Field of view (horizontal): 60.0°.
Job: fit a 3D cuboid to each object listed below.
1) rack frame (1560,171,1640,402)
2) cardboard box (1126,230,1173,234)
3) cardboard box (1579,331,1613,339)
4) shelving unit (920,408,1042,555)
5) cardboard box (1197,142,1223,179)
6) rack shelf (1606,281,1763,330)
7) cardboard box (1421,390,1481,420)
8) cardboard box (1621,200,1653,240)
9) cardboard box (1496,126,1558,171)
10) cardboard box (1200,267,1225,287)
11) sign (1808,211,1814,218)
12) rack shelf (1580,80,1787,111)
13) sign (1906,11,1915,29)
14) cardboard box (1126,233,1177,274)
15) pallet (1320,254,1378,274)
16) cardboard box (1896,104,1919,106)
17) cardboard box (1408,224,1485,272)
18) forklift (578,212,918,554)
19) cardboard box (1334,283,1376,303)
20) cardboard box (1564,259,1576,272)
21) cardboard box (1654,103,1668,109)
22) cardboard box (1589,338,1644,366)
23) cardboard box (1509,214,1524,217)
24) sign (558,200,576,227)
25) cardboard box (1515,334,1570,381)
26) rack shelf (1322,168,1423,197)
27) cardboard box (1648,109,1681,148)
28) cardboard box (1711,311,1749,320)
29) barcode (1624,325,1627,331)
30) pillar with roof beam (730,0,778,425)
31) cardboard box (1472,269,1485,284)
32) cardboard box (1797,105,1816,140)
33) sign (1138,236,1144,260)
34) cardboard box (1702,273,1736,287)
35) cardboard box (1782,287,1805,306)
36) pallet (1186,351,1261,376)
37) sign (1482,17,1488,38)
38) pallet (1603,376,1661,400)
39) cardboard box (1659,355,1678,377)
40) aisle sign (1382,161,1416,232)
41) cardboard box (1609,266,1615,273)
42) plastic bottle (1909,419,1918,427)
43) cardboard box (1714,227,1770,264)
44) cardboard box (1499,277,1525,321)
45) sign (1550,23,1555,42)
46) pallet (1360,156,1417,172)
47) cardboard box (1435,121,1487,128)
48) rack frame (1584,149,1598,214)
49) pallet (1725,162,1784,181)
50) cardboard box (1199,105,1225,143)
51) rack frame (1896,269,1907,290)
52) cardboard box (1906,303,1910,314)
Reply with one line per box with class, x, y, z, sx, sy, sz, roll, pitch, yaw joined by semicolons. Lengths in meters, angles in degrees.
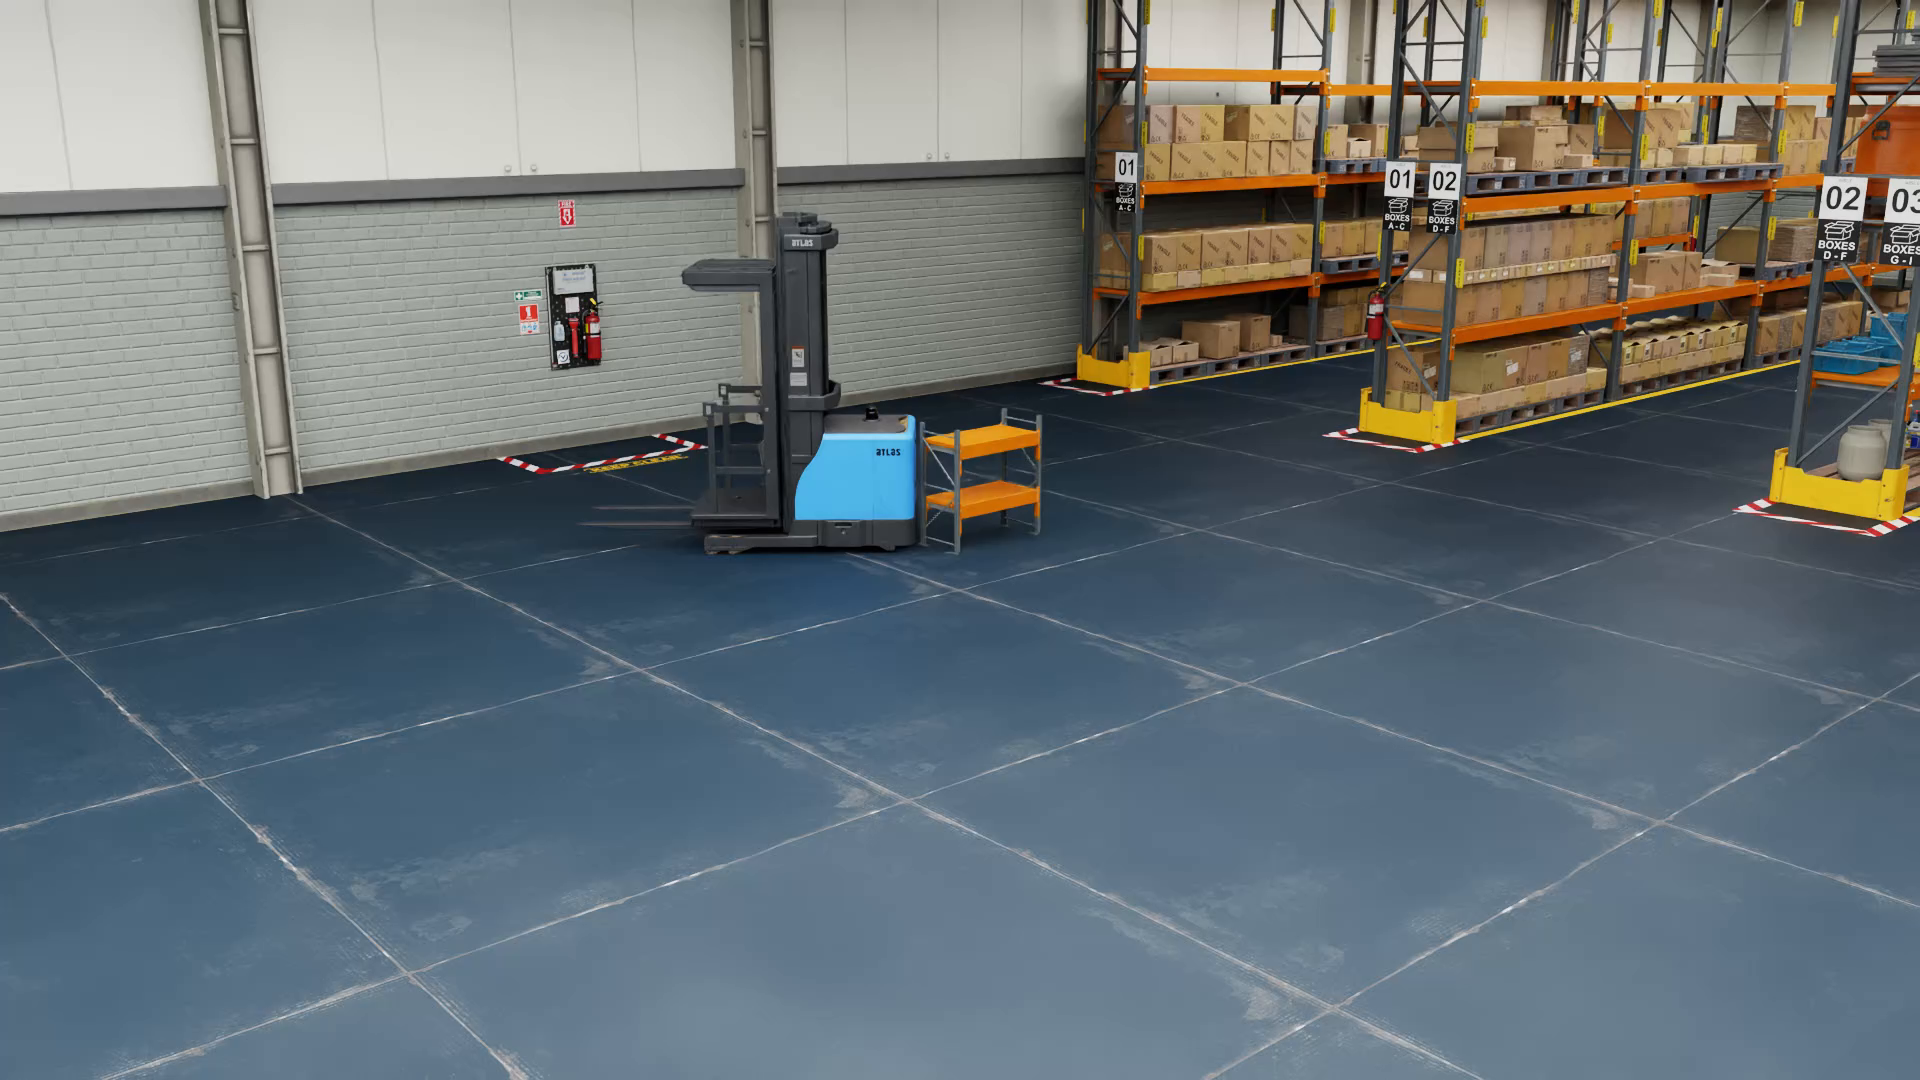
rack frame;8.383;-3.386;22.115;0.127;3.000;1.000;-13;19;-39
cardboard box;2.713;-4.177;23.872;0.500;0.500;0.500;-12;19;-39
cardboard box;8.888;-2.746;23.144;0.500;0.311;0.500;-12;19;-38
shelving unit;0.193;-0.550;15.128;1.048;1.125;0.538;-13;20;-41
cardboard box;3.345;-5.360;23.461;0.500;0.500;0.500;-12;19;-37
rack shelf;9.891;-3.378;23.477;4.000;0.370;1.077;-13;19;-39
cardboard box;5.916;-1.631;20.057;0.500;0.250;0.500;-13;19;-39
cardboard box;12.680;-6.187;32.018;0.700;0.700;0.980;-14;20;-42
cardboard box;6.797;-4.705;19.960;0.500;0.500;0.500;-13;19;-39
cardboard box;3.458;-3.806;23.940;0.500;0.250;0.500;-13;20;-40
sign;14.056;-5.264;27.468;0.005;0.325;0.100;-13;19;-39
rack shelf;9.891;-6.083;22.754;4.000;0.370;1.077;-13;19;-39
sign;14.786;-8.061;25.873;0.005;0.325;0.100;-13;19;-39
cardboard box;2.668;-3.994;23.190;0.500;0.500;0.500;-13;19;-39
pallet;5.800;-4.359;26.127;1.213;0.211;1.003;-13;19;-39
cardboard box;15.230;-6.869;27.210;0.500;0.500;0.700;-13;19;-39
cardboard box;5.766;-3.469;19.719;0.500;0.500;0.700;-13;19;-39
forklift;-1.914;-1.428;14.916;3.031;2.935;1.130;0;15;0
cardboard box;6.392;-4.009;26.986;0.500;0.250;0.500;-13;20;-41
cardboard box;7.549;-3.488;21.046;0.250;0.149;0.380;-13;20;-40
cardboard box;13.035;-8.023;31.493;0.500;0.500;0.500;-14;20;-42
cardboard box;8.858;-2.553;22.424;0.500;0.311;0.500;-13;19;-39
cardboard box;9.456;-5.433;28.967;0.500;0.500;0.500;-13;20;-40
sign;-4.416;-3.670;18.685;0.199;0.298;0.001;-13;19;-39
cardboard box;7.417;-2.334;21.237;0.500;0.500;0.500;-13;19;-39
rack shelf;6.637;-5.791;26.697;4.000;0.370;1.077;-13;19;-39
cardboard box;9.288;-5.526;22.337;0.500;0.500;0.500;-10;18;-34
cardboard box;11.952;-3.273;25.682;0.500;0.500;0.500;-12;19;-37
barcode;8.848;-2.817;22.116;0.075;0.075;0.001;-13;19;-39
pillar with roof beam;0.370;-5.003;16.544;0.400;9.000;9.100;-13;19;-39
cardboard box;6.000;-3.140;19.743;0.250;0.149;0.380;-13;20;-41
cardboard box;12.503;-6.290;25.042;0.500;0.500;0.500;-13;19;-39
sign;2.467;-3.985;22.679;0.005;0.325;0.100;-13;19;-39
cardboard box;10.903;-3.736;23.913;0.250;0.149;0.380;-13;19;-39
cardboard box;13.138;-3.905;26.595;0.500;0.250;0.500;-13;19;-39
pallet;3.724;-2.675;24.854;1.213;0.211;1.003;-13;19;-39
sign;8.509;-8.312;26.966;0.005;0.325;0.100;-13;19;-39
pallet;8.913;-2.172;22.971;1.213;0.211;1.003;-13;19;-39
cardboard box;9.625;-2.456;23.145;0.500;0.250;0.500;-13;20;-41
aisle sign;5.123;-4.011;19.415;0.004;0.787;0.394;-13;19;-39
cardboard box;12.173;-5.143;31.465;0.250;0.149;0.380;-12;19;-38
plastic bottle;10.521;-1.196;18.348;0.097;0.271;0.097;0;15;0
cardboard box;11.801;-4.444;25.067;0.700;0.500;0.500;8;17;28
cardboard box;6.497;-3.007;20.500;0.500;0.500;0.700;-12;19;-39
sign;10.817;-9.244;30.302;0.005;0.325;0.100;-13;19;-39
pallet;6.444;-5.969;26.334;1.003;0.211;1.213;-13;19;-39
cardboard box;8.467;-6.830;28.147;0.700;0.500;0.500;14;21;43
rack frame;11.163;-5.705;30.797;0.127;3.000;1.000;-13;19;-39
pallet;10.947;-5.290;23.794;1.003;0.211;1.213;-12;19;-37
cardboard box;3.351;-5.845;23.337;0.500;0.500;0.500;-12;19;-38
rack frame;17.435;-5.419;29.726;0.127;3.000;1.000;-13;19;-39
cardboard box;16.450;-4.008;28.919;0.500;0.250;0.500;-13;19;-39
